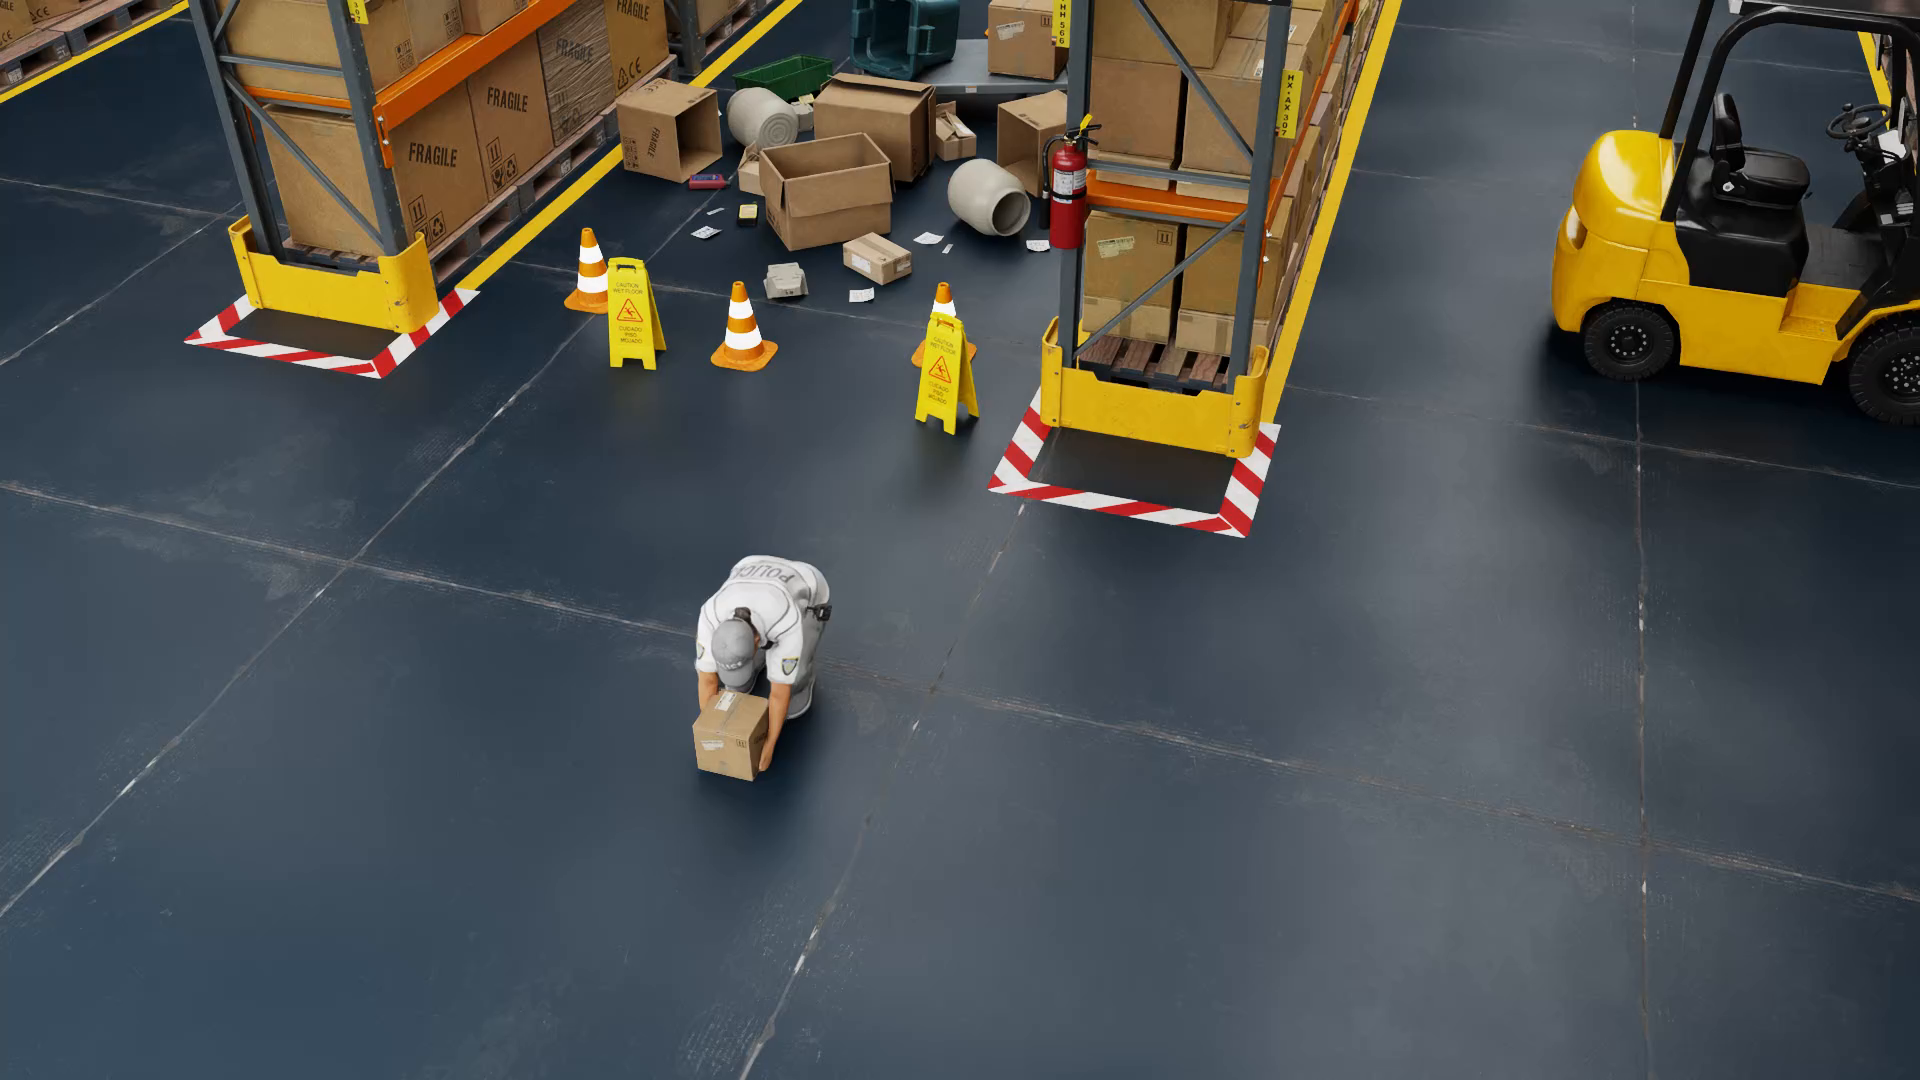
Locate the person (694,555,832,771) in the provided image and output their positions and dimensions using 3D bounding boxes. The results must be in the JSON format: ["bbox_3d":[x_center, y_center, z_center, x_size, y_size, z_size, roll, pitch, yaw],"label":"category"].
[{"bbox_3d":[-0.858,0.446,7.090,0.514,0.808,0.886,11,39,14],"label":"person"}]
